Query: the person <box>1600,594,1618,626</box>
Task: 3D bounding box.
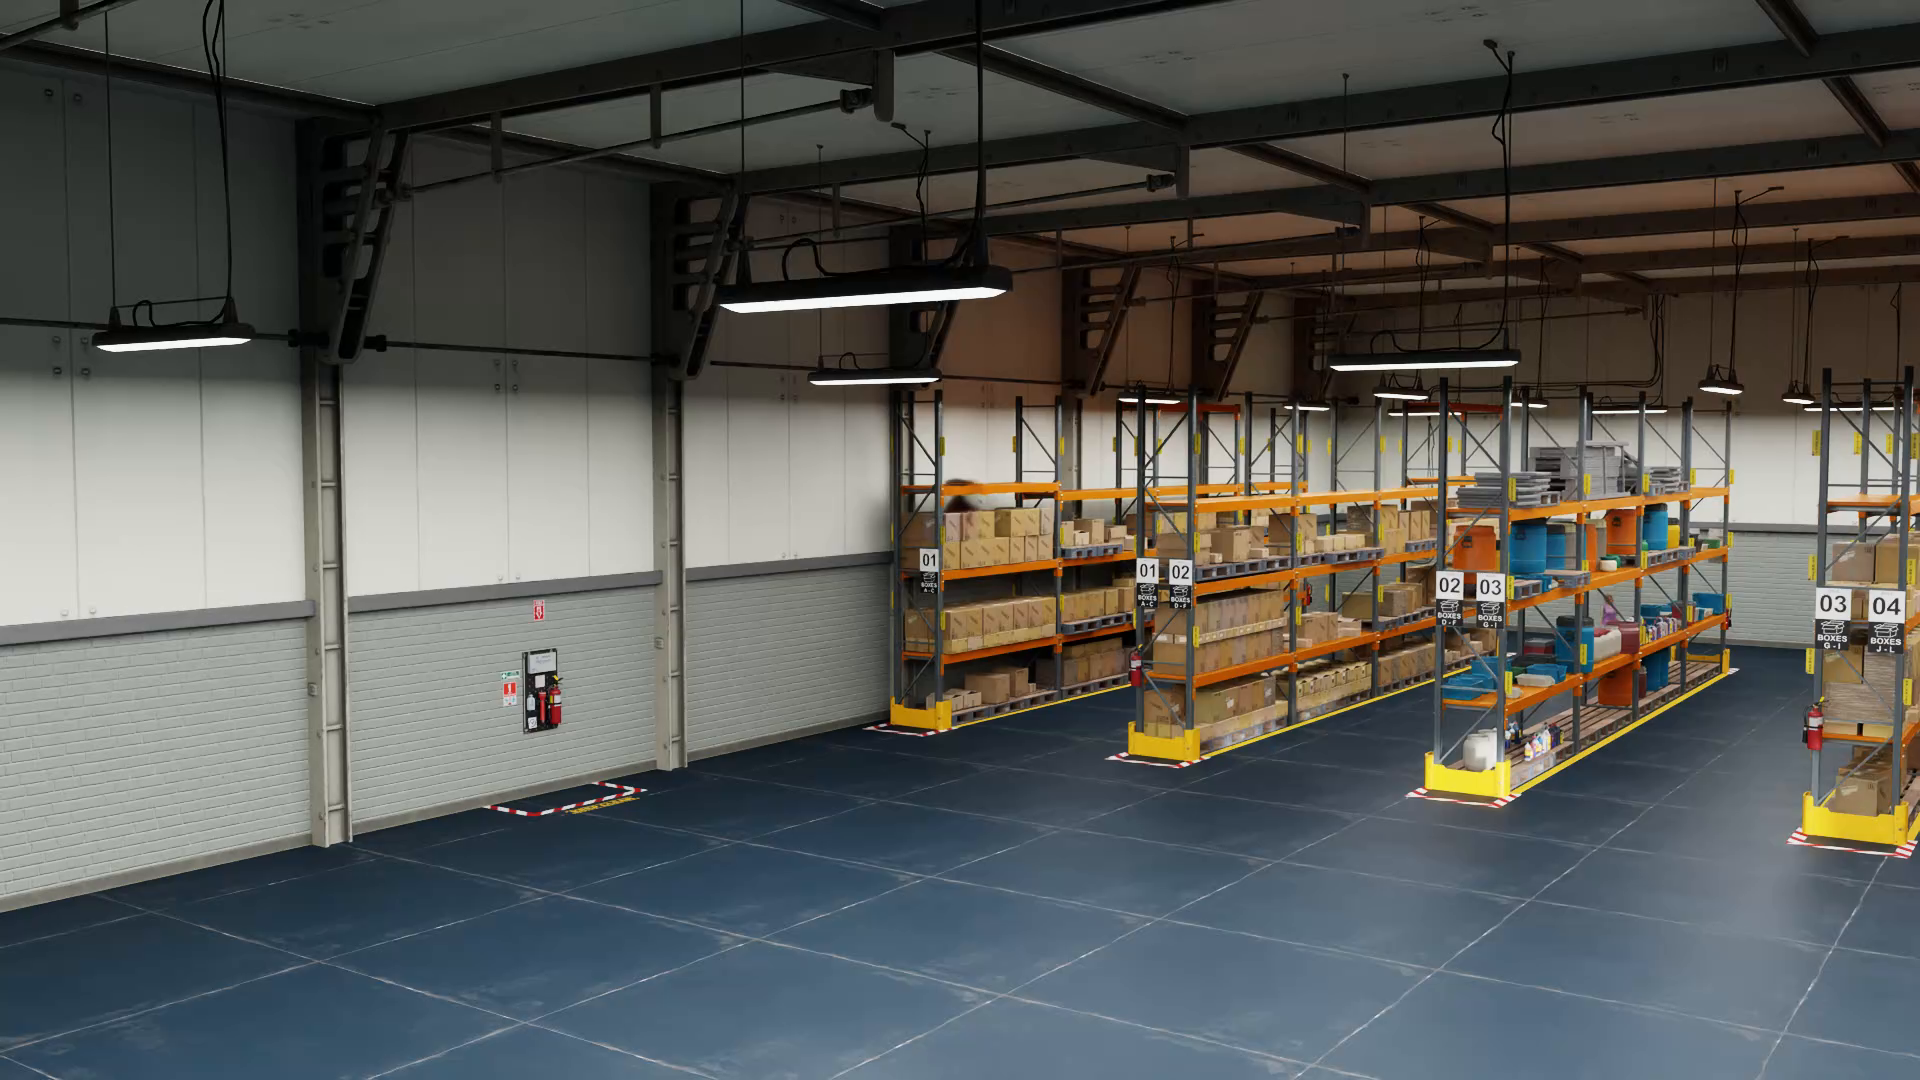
[{"bbox_3d":[15.022,2.054,38.426,0.501,1.615,0.342,0,3,-7],"label":"person"}]
